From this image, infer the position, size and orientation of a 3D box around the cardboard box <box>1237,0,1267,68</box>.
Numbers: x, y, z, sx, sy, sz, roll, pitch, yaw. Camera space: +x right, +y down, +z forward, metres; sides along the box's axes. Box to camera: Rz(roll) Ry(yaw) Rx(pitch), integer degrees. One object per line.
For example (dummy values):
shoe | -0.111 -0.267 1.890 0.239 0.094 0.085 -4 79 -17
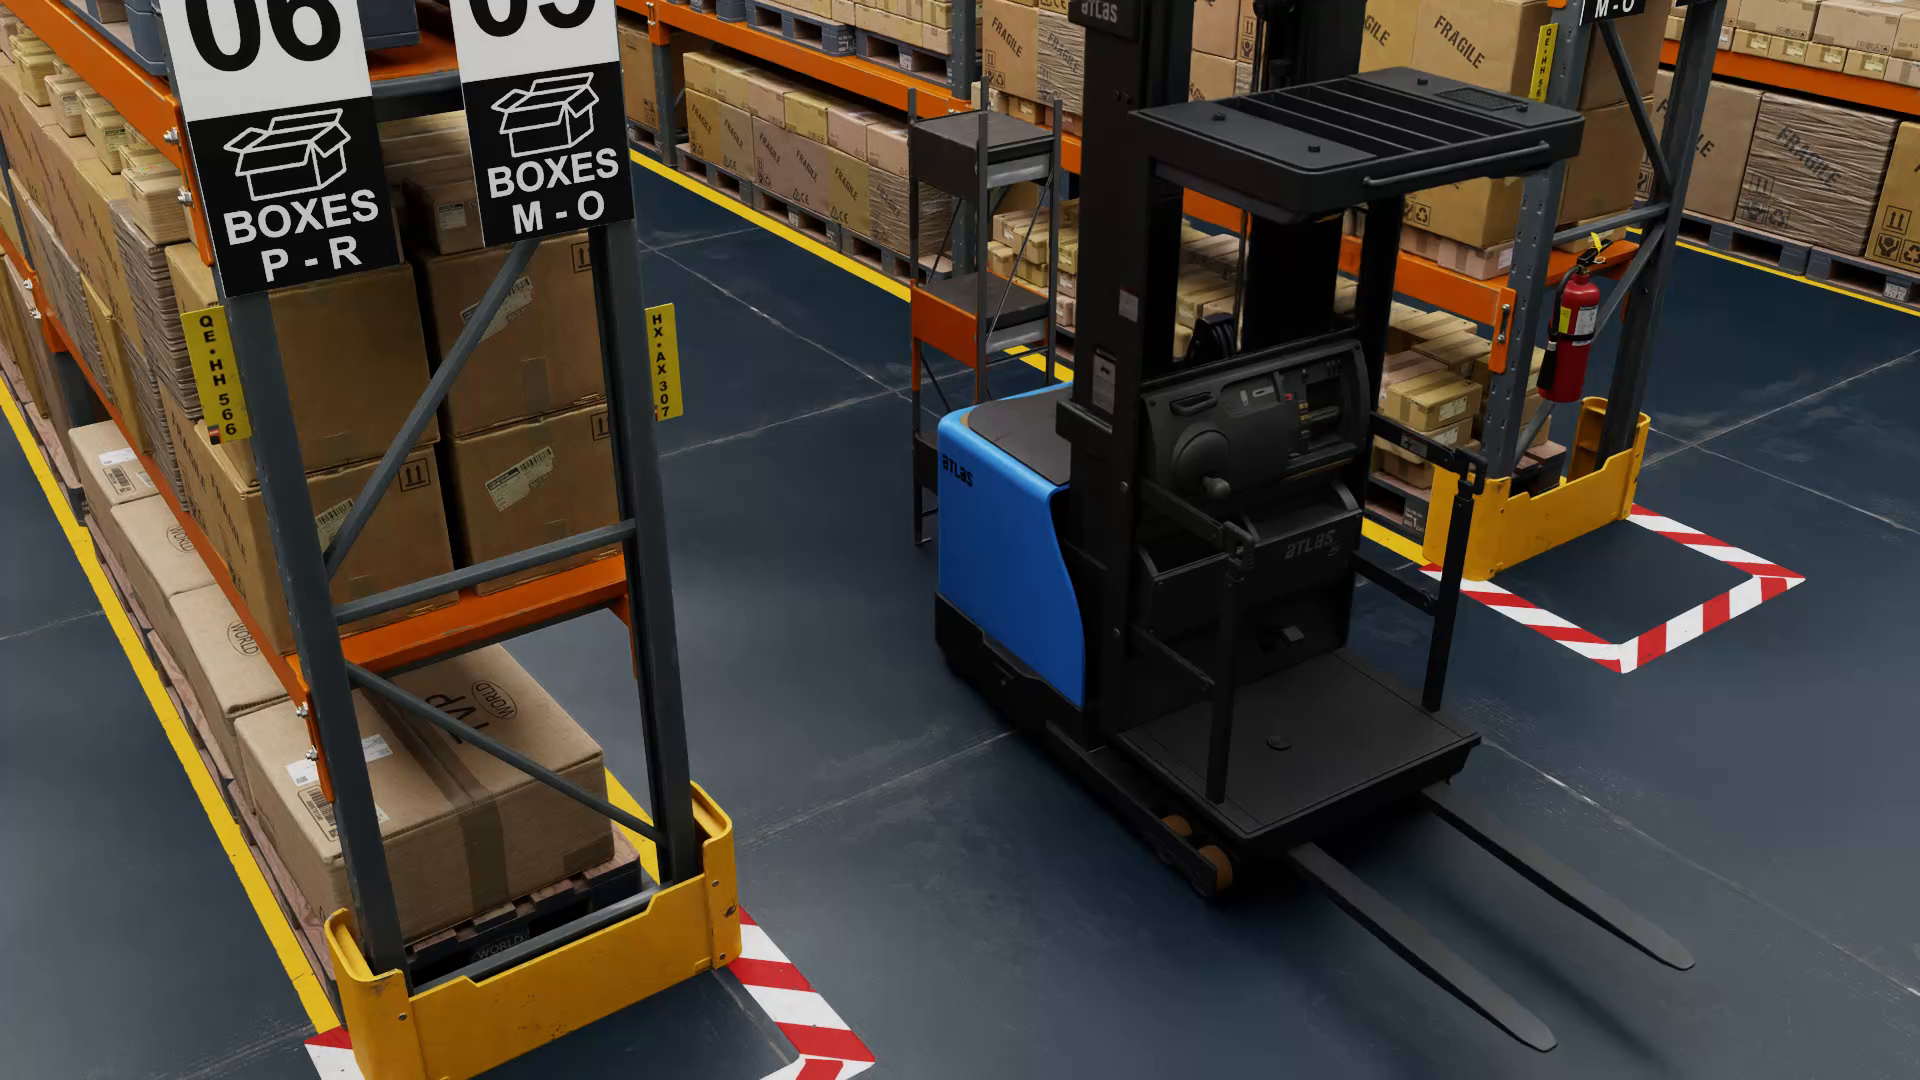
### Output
cardboard box | 1.640 -2.439 7.634 0.500 0.500 0.500 -17 33 -28

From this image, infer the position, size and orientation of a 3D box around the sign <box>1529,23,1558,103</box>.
sign | 2.248 -1.821 6.416 0.100 0.325 0.005 -19 34 -31

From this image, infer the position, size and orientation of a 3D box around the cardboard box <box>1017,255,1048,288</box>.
cardboard box | 0.561 -1.634 9.851 0.380 0.149 0.250 -19 34 -30

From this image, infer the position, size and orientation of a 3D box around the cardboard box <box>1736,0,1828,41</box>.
cardboard box | 5.418 -3.429 10.767 0.500 0.250 0.500 -19 34 -31

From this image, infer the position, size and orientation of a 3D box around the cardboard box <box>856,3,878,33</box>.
cardboard box | -0.440 -3.344 10.587 0.380 0.149 0.250 -21 35 -33

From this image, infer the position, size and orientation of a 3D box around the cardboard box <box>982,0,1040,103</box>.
cardboard box | 0.473 -2.787 9.322 0.500 0.500 0.500 -19 34 -32

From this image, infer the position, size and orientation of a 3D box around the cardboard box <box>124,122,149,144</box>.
cardboard box | -2.225 -1.162 4.914 0.380 0.149 0.250 -19 34 -31

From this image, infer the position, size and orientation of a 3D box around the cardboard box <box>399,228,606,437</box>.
cardboard box | -1.309 -0.658 4.667 0.500 0.500 0.500 -20 34 -32

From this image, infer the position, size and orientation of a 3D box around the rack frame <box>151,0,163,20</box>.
rack frame | -1.262 -2.546 3.009 1.000 3.000 0.127 -19 34 -31

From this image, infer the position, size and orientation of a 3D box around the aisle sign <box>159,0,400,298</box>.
aisle sign | -1.473 -0.938 3.611 0.394 0.787 0.004 -19 34 -31

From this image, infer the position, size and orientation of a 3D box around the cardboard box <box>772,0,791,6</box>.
cardboard box | -1.063 -3.759 11.351 0.380 0.149 0.250 -18 33 -30

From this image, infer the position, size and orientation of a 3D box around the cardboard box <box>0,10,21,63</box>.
cardboard box | -3.449 -1.943 6.353 0.380 0.149 0.250 -18 33 -30

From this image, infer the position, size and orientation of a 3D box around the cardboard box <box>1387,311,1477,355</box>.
cardboard box | 2.385 -1.017 8.404 0.380 0.149 0.250 -19 34 -31

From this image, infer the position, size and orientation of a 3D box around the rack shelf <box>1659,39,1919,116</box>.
rack shelf | 5.650 -3.114 11.095 1.077 0.370 4.000 -19 34 -31

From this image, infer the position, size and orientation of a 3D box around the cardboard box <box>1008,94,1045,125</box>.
cardboard box | 0.499 -2.483 9.443 0.380 0.149 0.250 -18 33 -29

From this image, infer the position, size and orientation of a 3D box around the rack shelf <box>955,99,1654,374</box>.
rack shelf | 1.551 -1.781 8.640 1.077 0.370 4.000 -19 34 -31

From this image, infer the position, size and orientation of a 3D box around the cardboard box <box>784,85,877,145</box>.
cardboard box | -0.852 -2.915 11.367 0.500 0.250 0.500 -20 35 -33

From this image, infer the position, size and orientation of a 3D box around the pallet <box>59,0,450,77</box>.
pallet | -1.701 -1.474 4.272 1.003 0.211 1.213 -19 34 -31

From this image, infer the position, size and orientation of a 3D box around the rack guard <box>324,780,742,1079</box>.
rack guard | -1.248 1.198 5.020 1.175 0.500 0.348 -19 34 -31

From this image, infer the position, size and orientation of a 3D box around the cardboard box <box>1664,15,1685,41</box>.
cardboard box | 4.999 -3.485 11.287 0.380 0.149 0.250 -19 34 -31

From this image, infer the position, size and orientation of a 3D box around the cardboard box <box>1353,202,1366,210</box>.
cardboard box | 1.947 -1.799 7.503 0.500 0.500 0.500 -19 34 -31

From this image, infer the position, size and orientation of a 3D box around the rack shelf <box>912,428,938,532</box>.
rack shelf | 0.096 -0.231 7.471 0.431 0.518 0.480 -19 34 -31

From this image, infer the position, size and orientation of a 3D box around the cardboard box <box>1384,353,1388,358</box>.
cardboard box | 1.845 -0.827 8.054 0.380 0.149 0.250 -20 34 -32

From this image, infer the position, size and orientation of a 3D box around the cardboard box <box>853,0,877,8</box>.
cardboard box | -0.458 -3.484 10.533 0.380 0.149 0.250 -20 34 -32

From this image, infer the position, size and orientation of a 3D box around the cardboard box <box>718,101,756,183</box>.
cardboard box | -1.432 -2.975 12.265 0.500 0.500 0.500 -18 33 -30

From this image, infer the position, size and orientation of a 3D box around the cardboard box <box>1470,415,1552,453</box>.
cardboard box | 2.668 -0.543 8.155 0.380 0.149 0.250 -18 33 -30

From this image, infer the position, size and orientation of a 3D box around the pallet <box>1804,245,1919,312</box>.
pallet | 6.283 -1.717 10.690 1.003 0.211 1.213 -19 34 -31

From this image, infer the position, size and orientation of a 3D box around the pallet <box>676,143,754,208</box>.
pallet | -1.477 -2.900 12.868 1.003 0.211 1.213 -19 34 -31

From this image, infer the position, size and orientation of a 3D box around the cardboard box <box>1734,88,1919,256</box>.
cardboard box | 5.846 -2.484 10.968 0.875 0.875 0.875 -19 34 -31

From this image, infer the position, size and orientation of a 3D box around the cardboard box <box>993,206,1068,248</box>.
cardboard box | 0.422 -1.876 9.985 0.380 0.149 0.250 -17 33 -29

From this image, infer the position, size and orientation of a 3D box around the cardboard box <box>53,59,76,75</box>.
cardboard box | -2.829 -1.556 5.640 0.380 0.149 0.250 -19 34 -31

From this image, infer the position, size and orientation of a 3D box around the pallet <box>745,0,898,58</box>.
pallet | -0.747 -3.587 11.412 1.003 0.211 1.213 -19 34 -31

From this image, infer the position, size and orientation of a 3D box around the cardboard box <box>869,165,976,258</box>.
cardboard box | -0.243 -2.178 10.797 0.500 0.500 0.500 -19 34 -32

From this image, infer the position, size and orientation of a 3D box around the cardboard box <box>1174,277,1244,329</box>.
cardboard box | 1.308 -1.262 8.854 0.380 0.149 0.250 -19 34 -30

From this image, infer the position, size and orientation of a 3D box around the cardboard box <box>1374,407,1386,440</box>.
cardboard box | 2.065 -0.624 7.992 0.380 0.149 0.250 -20 34 -32

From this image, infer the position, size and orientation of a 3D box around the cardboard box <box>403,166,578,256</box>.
cardboard box | -1.243 -0.893 4.419 0.380 0.149 0.250 -18 33 -30

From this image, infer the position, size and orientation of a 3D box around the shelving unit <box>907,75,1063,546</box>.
shelving unit | 0.096 -0.858 7.130 0.431 2.100 0.503 -19 34 -31

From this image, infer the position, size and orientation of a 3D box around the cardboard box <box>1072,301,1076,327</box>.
cardboard box | 0.869 -1.305 9.557 0.380 0.149 0.250 -20 34 -32

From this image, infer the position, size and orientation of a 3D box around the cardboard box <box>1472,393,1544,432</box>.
cardboard box | 2.617 -0.657 8.051 0.380 0.149 0.250 -17 33 -29

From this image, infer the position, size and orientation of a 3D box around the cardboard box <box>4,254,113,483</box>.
cardboard box | -4.007 -0.934 8.114 0.875 0.875 0.875 -18 33 -29

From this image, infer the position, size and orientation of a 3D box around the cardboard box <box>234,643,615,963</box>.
cardboard box | -1.726 0.803 5.373 0.875 0.438 0.875 -20 34 -32

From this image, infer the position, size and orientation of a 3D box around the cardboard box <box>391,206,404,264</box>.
cardboard box | -1.634 -0.762 4.178 0.380 0.149 0.250 -18 33 -30

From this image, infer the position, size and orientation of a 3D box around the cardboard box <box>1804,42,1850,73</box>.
cardboard box | 5.591 -3.087 10.555 0.380 0.149 0.250 -19 34 -30

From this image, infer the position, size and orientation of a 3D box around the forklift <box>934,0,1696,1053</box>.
forklift | 1.108 -0.356 5.334 1.130 2.935 3.031 -17 33 -28

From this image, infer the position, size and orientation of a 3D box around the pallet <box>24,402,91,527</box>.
pallet | -4.091 -0.518 8.483 1.003 0.211 1.213 -19 34 -31

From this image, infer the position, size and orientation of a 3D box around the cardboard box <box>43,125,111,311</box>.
cardboard box | -2.637 -1.099 5.478 0.500 0.500 0.500 -19 34 -31

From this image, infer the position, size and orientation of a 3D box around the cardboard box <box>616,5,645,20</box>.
cardboard box | -2.719 -4.226 14.305 1.050 0.750 0.750 -18 33 -30

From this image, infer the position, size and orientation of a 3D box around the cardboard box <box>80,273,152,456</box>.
cardboard box | -2.653 -0.662 5.720 0.500 0.500 0.500 -18 33 -29

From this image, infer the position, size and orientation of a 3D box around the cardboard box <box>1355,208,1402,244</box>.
cardboard box | 2.021 -1.458 7.554 0.380 0.149 0.250 -19 34 -31

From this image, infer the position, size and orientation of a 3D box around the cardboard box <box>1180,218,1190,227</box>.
cardboard box | 1.140 -1.818 9.878 0.380 0.149 0.250 -19 34 -31

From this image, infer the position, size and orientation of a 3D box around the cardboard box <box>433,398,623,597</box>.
cardboard box | -1.307 -0.220 4.907 0.500 0.500 0.500 -19 34 -31

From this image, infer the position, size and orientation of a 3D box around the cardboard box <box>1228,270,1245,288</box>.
cardboard box | 1.681 -1.388 9.086 0.380 0.149 0.250 -19 34 -31
